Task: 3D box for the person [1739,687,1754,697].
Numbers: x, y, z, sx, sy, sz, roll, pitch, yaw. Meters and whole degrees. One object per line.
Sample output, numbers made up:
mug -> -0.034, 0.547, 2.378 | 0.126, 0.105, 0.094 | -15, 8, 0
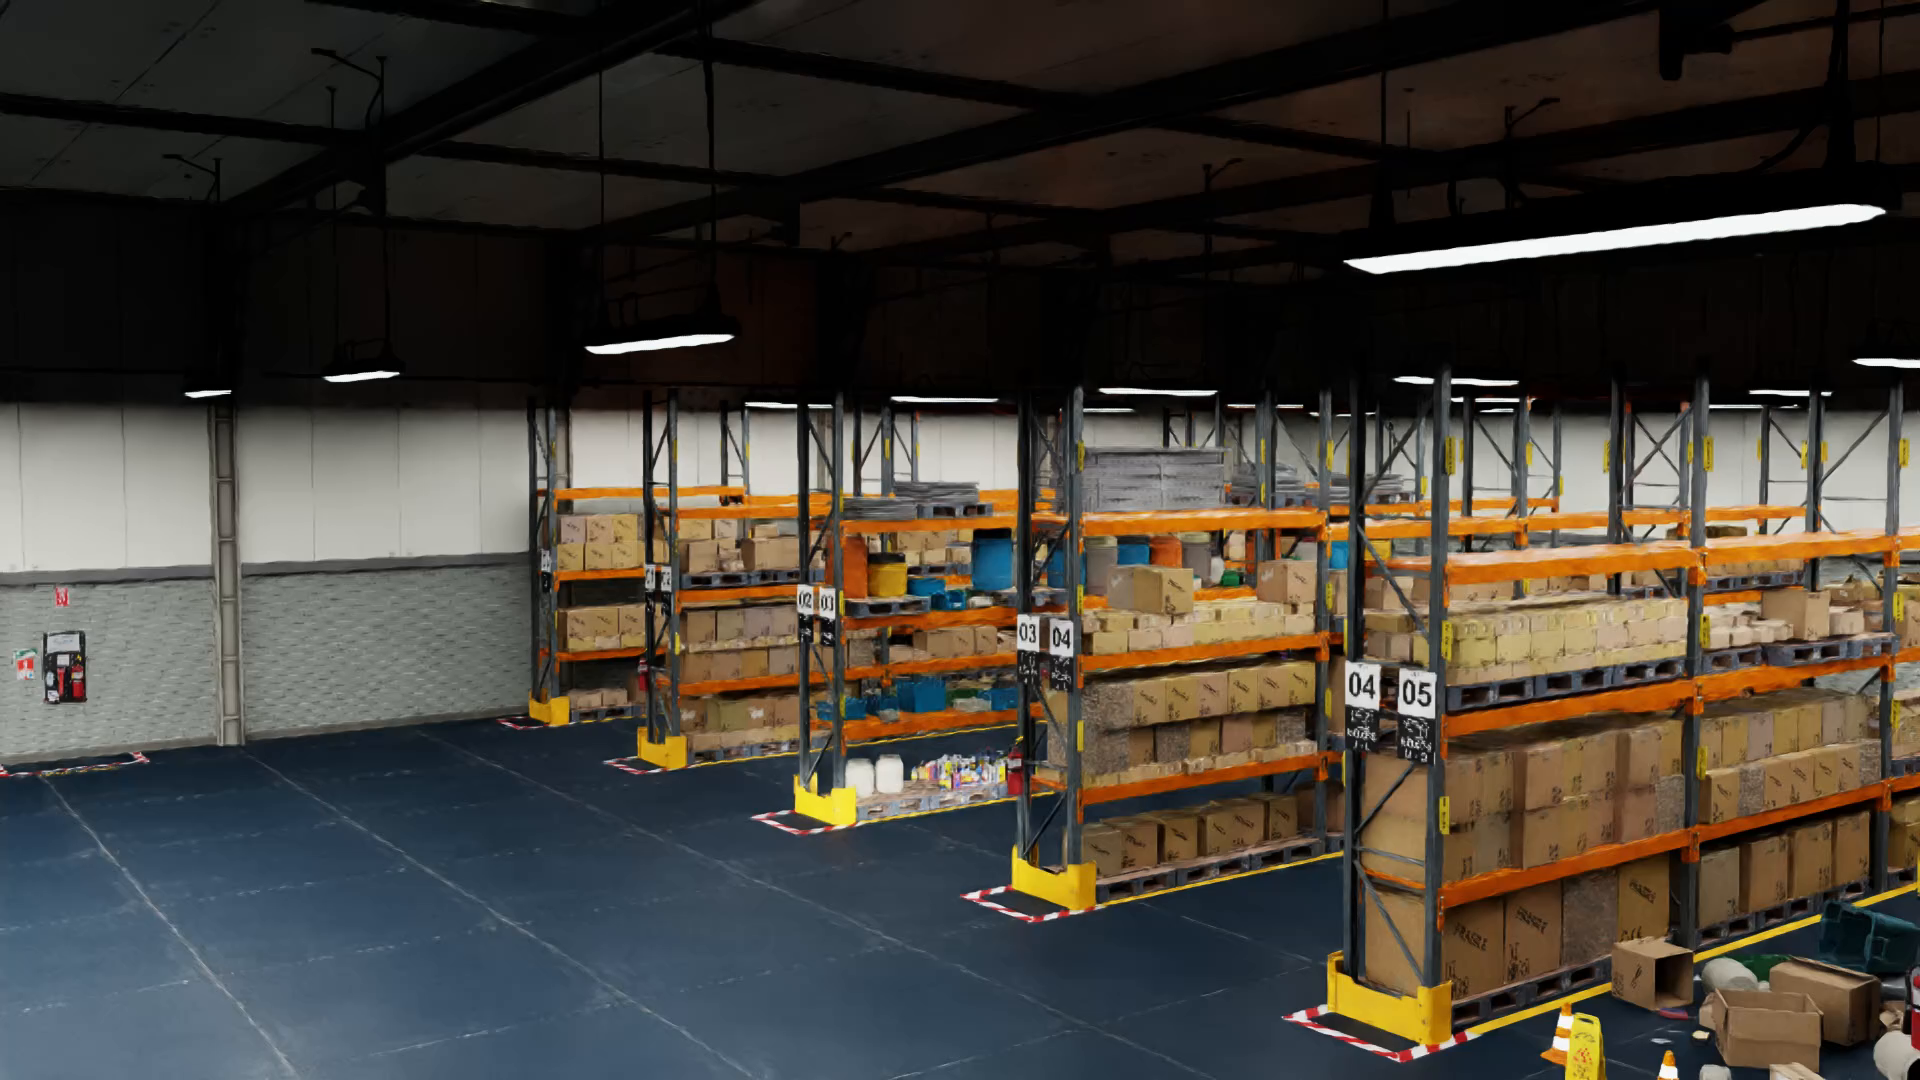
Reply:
person -> 11.620, 2.914, 24.503 | 0.507, 1.619, 0.598 | -3, 4, -39
